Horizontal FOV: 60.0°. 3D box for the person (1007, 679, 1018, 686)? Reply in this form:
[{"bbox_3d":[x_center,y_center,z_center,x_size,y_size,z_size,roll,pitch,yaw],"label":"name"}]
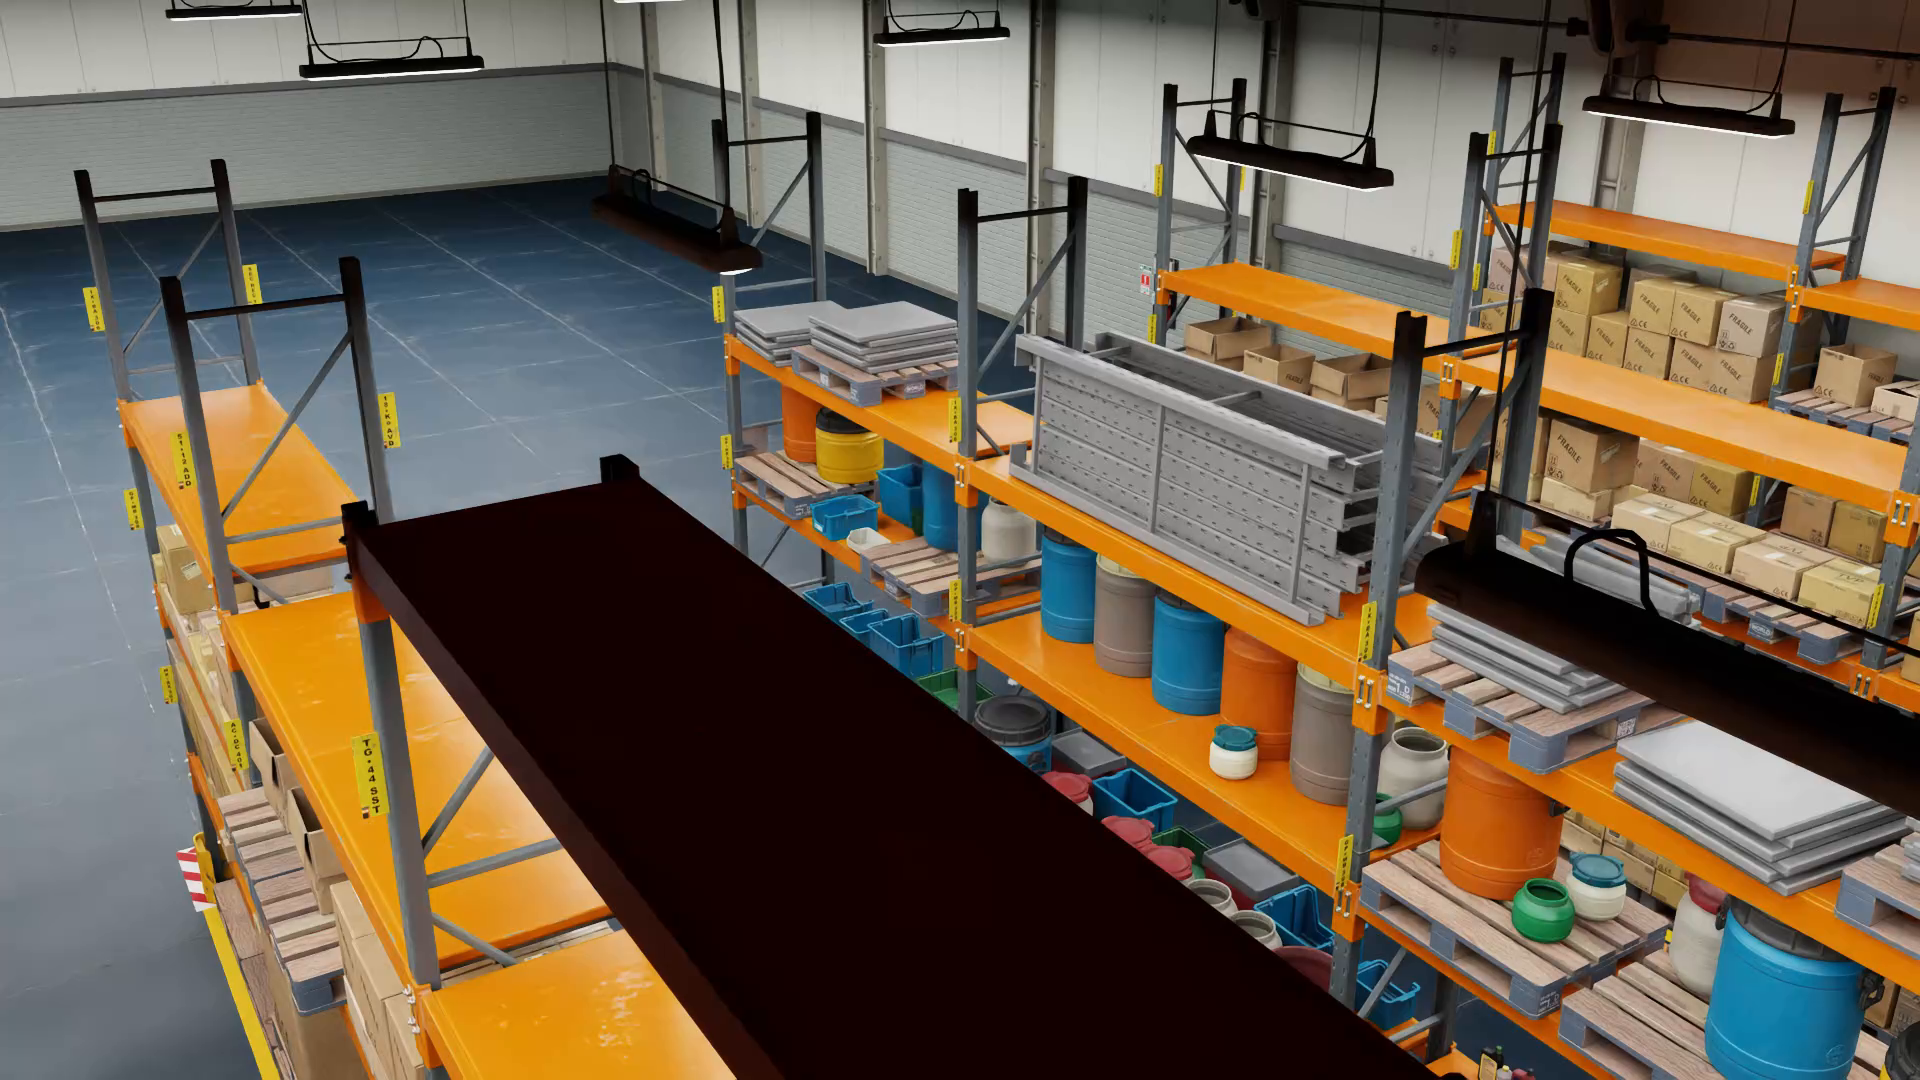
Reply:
[{"bbox_3d":[0.874,0.802,17.098,0.796,1.764,0.599,3,22,6],"label":"person"}]
